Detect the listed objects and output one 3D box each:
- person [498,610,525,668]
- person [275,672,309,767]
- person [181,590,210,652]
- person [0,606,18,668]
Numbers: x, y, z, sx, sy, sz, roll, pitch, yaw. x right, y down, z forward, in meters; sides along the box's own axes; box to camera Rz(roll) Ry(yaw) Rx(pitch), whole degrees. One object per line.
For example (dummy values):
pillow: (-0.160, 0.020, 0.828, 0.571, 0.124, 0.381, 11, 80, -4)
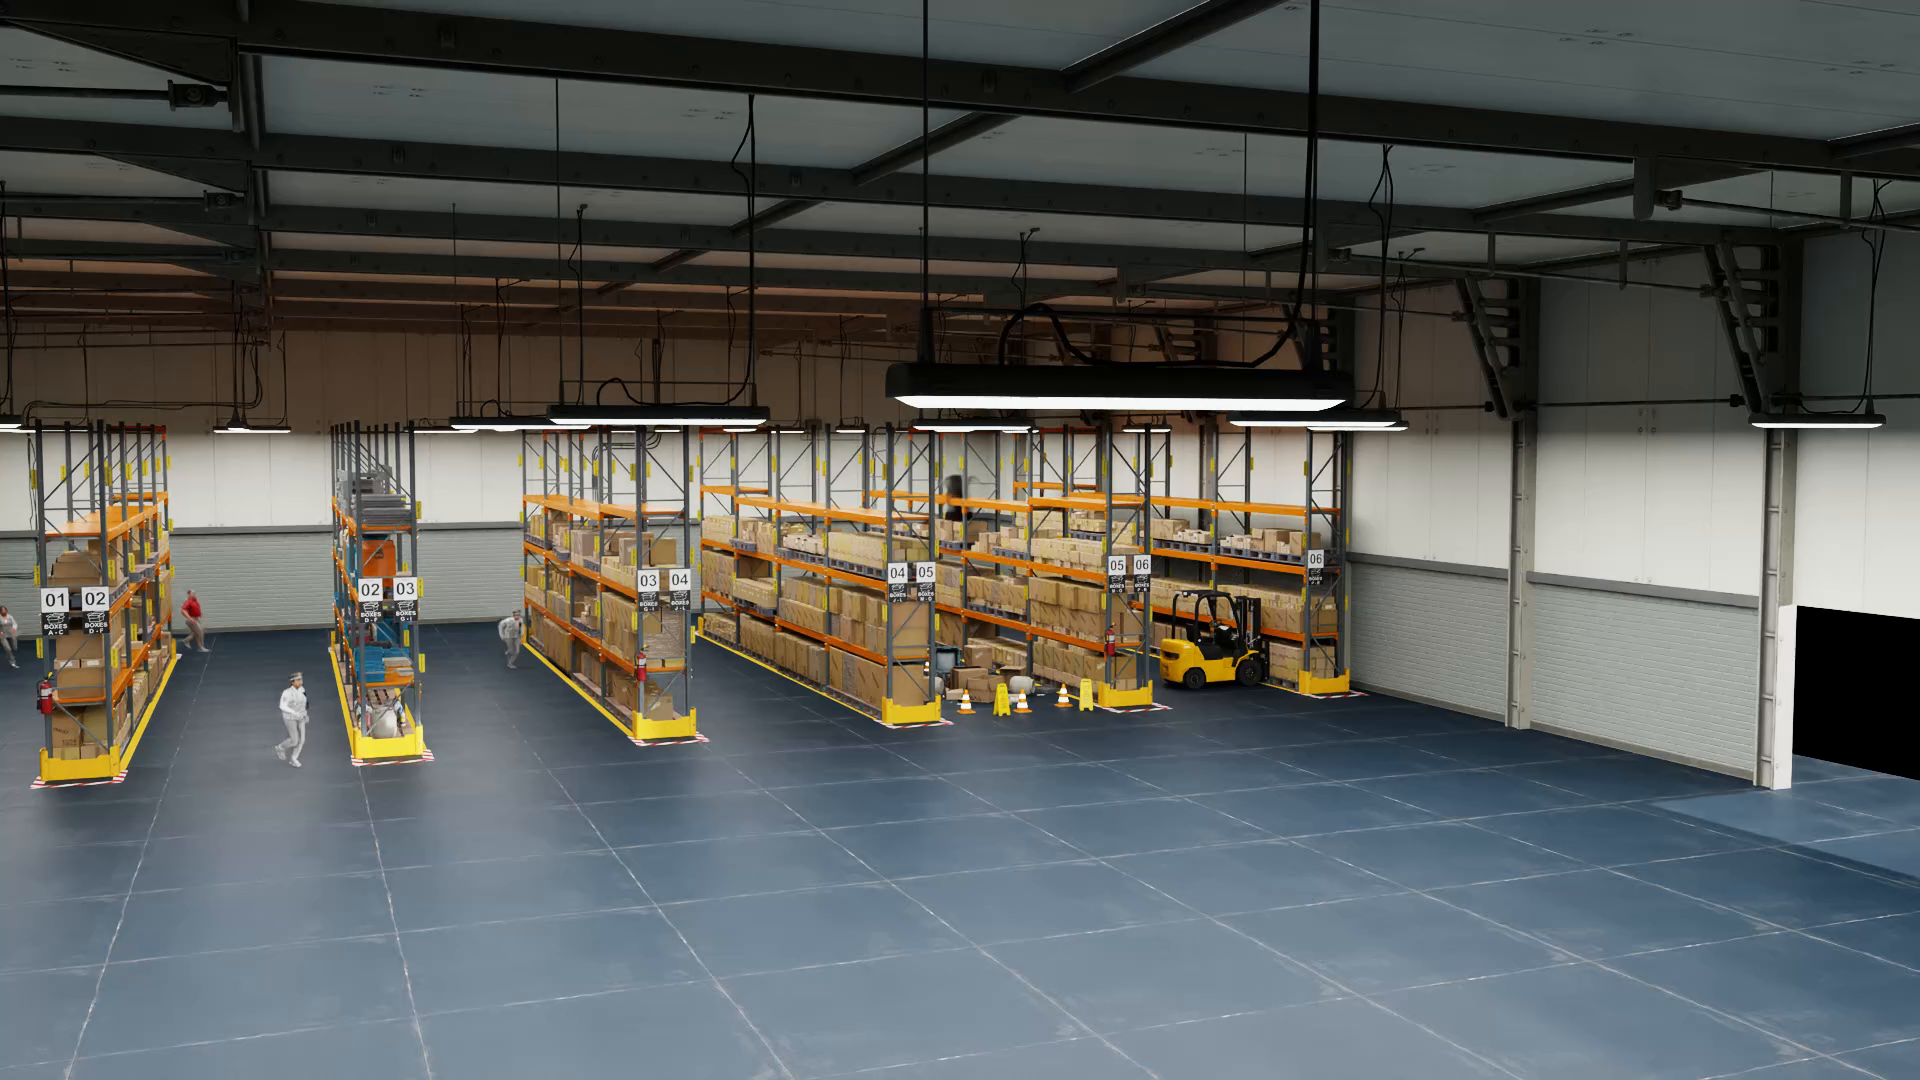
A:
person: (-11.052, 2.435, 40.947, 0.640, 1.488, 0.807, -3, 4, -36)
person: (-11.570, 3.116, 28.871, 0.718, 1.656, 0.605, 2, 4, 24)
person: (-20.275, 2.144, 43.907, 0.714, 1.687, 0.735, 0, 4, -1)
person: (-23.583, 2.392, 41.071, 0.541, 1.545, 0.621, -3, 5, -40)
